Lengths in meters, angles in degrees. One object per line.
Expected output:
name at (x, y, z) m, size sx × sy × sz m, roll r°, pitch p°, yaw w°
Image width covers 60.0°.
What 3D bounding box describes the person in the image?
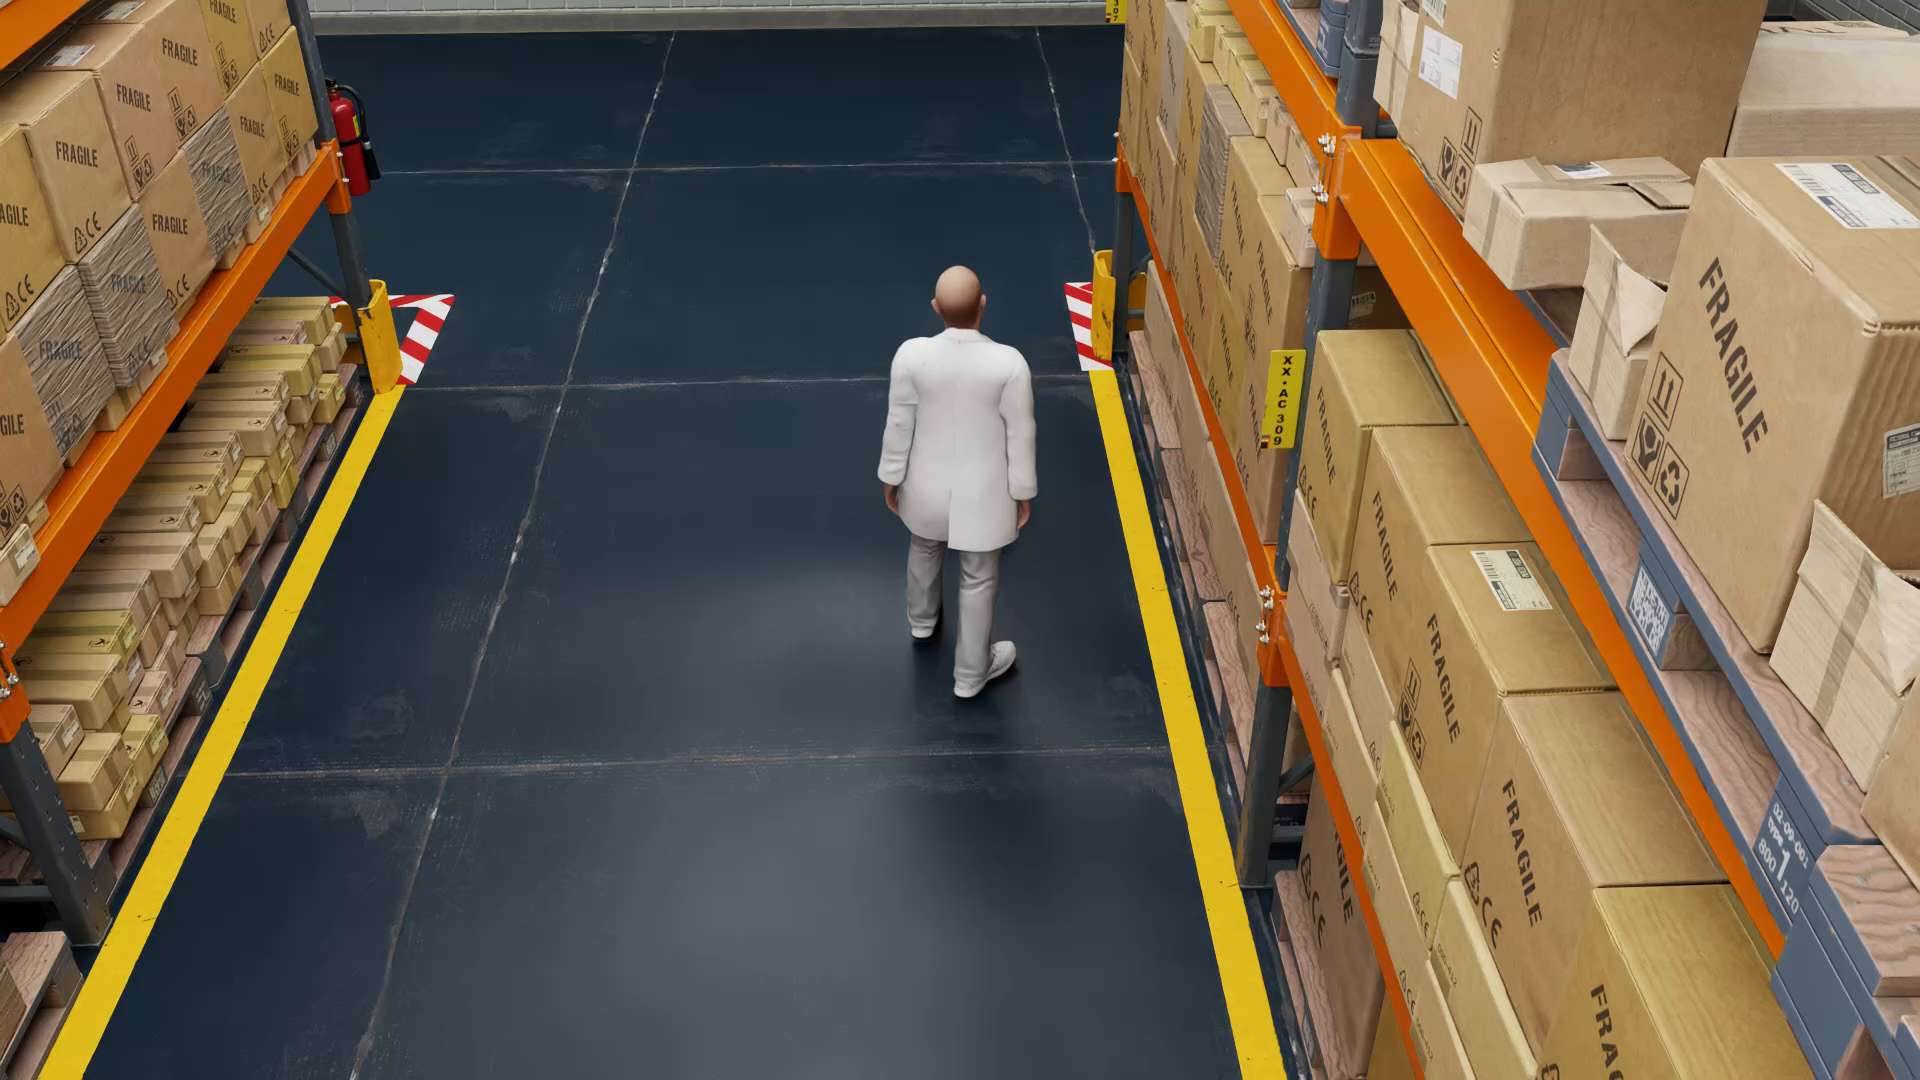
person at (0.018, -0.281, 6.538) m, size 0.632 × 1.768 × 0.695 m, roll 7°, pitch 35°, yaw 10°
